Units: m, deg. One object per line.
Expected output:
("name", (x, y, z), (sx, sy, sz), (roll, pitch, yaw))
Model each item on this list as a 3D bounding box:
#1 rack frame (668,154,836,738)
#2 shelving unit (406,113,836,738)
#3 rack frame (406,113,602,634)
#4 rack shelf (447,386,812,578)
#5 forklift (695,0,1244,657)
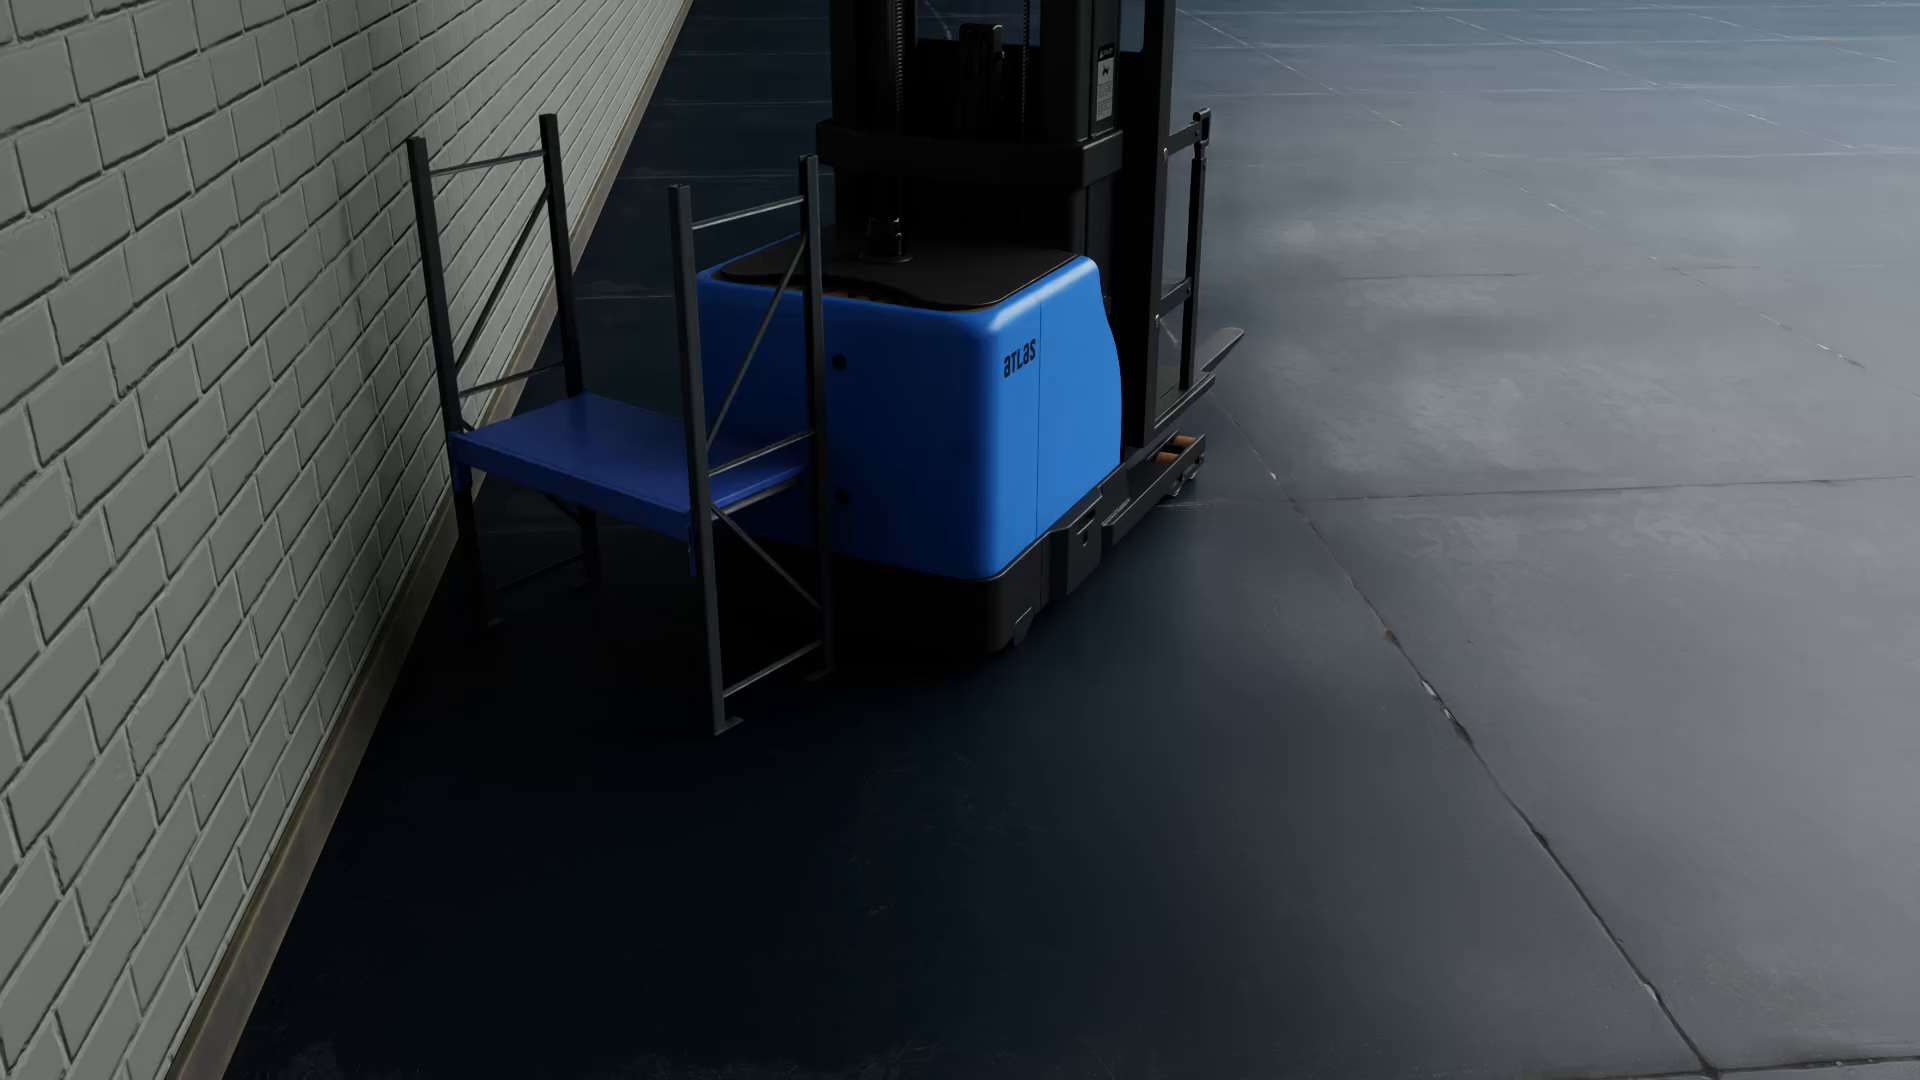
("rack frame", (-0.530, -0.230, 4.421), (0.032, 1.500, 0.500), (17, 29, 34))
("shelving unit", (-0.935, -0.355, 4.703), (1.048, 1.500, 0.538), (17, 29, 34))
("rack frame", (-1.339, -0.480, 4.984), (0.032, 1.500, 0.500), (17, 29, 34))
("rack shelf", (-0.935, -0.191, 4.776), (1.000, 0.185, 0.538), (17, 29, 34))
("forklift", (0.274, -1.566, 5.665), (1.130, 2.935, 3.031), (11, 26, 24))
